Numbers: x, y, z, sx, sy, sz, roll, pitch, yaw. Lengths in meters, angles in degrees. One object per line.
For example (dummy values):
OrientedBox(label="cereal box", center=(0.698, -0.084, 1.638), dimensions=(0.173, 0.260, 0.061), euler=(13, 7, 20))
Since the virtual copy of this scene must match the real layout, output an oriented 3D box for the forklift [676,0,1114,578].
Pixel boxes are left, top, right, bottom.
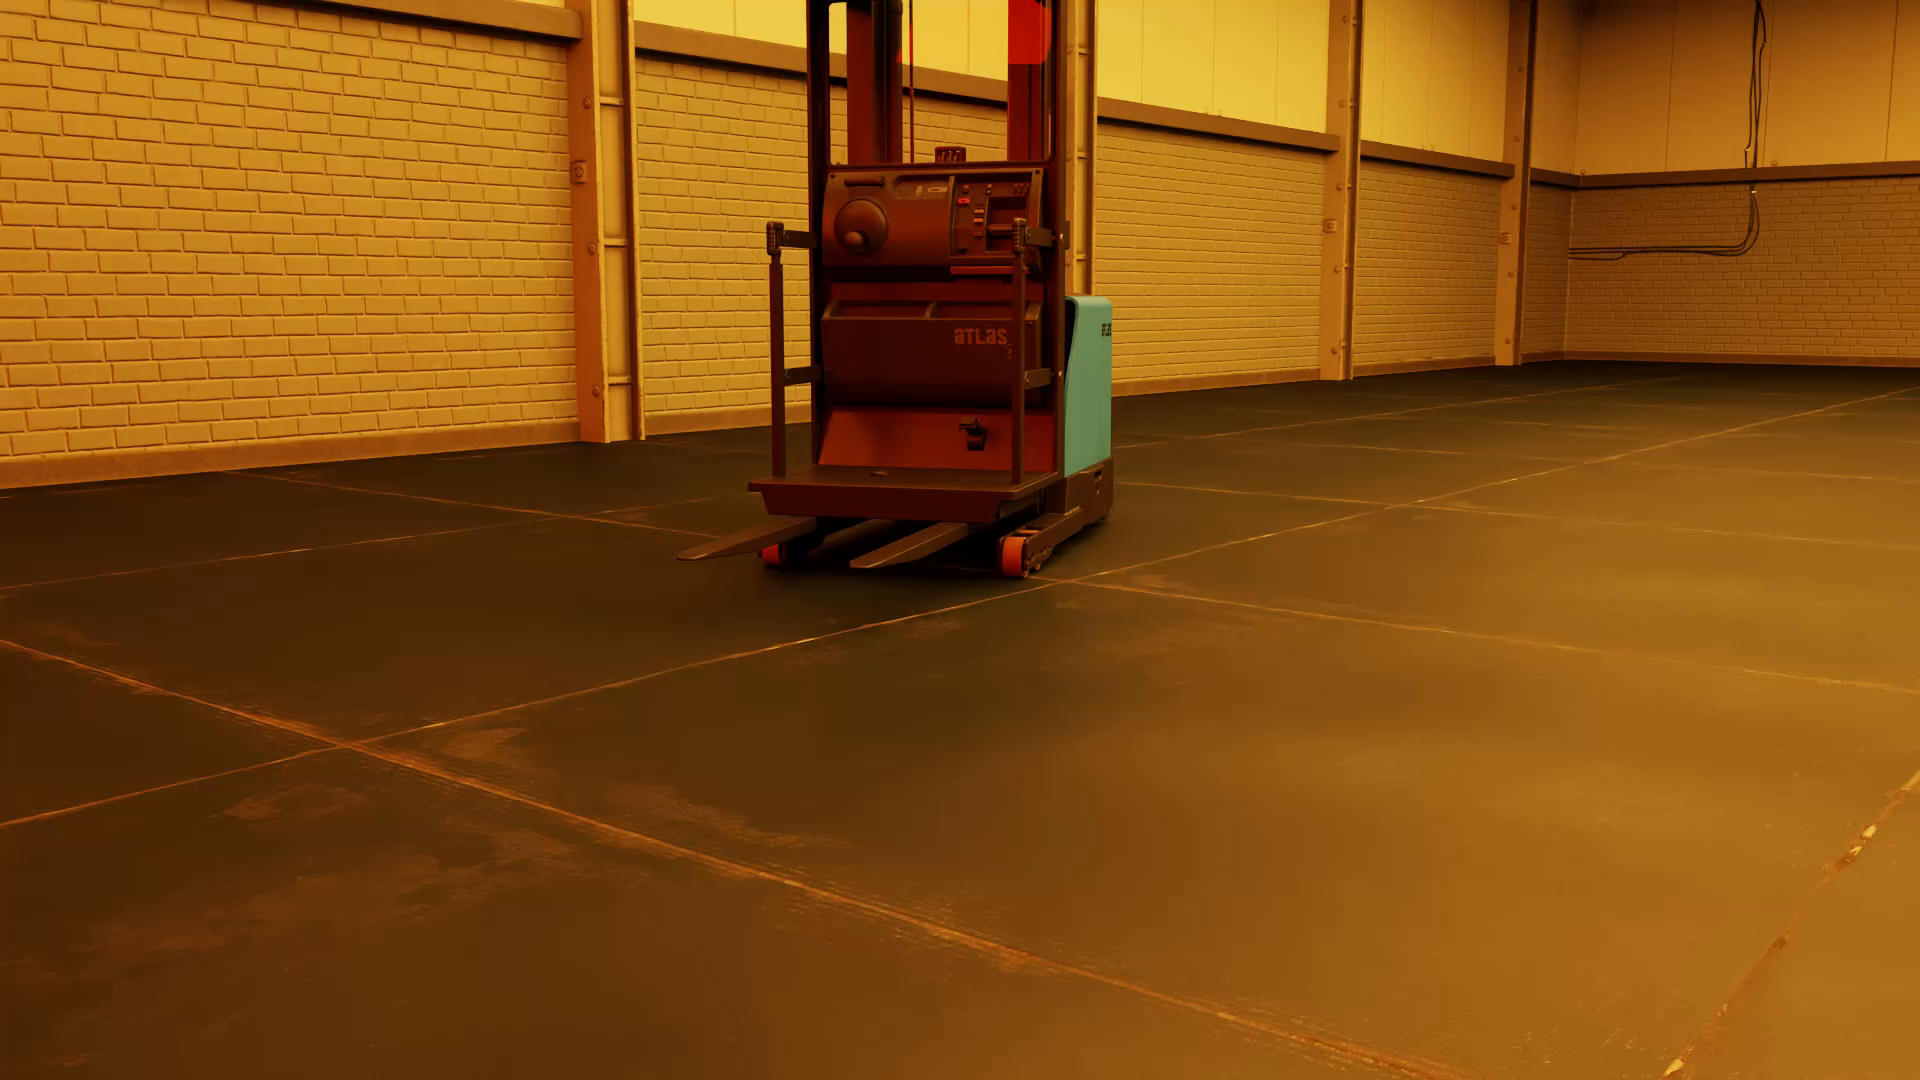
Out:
OrientedBox(label="forklift", center=(-0.176, -1.366, 6.616), dimensions=(1.130, 2.935, 3.031), euler=(3, 9, 17))
